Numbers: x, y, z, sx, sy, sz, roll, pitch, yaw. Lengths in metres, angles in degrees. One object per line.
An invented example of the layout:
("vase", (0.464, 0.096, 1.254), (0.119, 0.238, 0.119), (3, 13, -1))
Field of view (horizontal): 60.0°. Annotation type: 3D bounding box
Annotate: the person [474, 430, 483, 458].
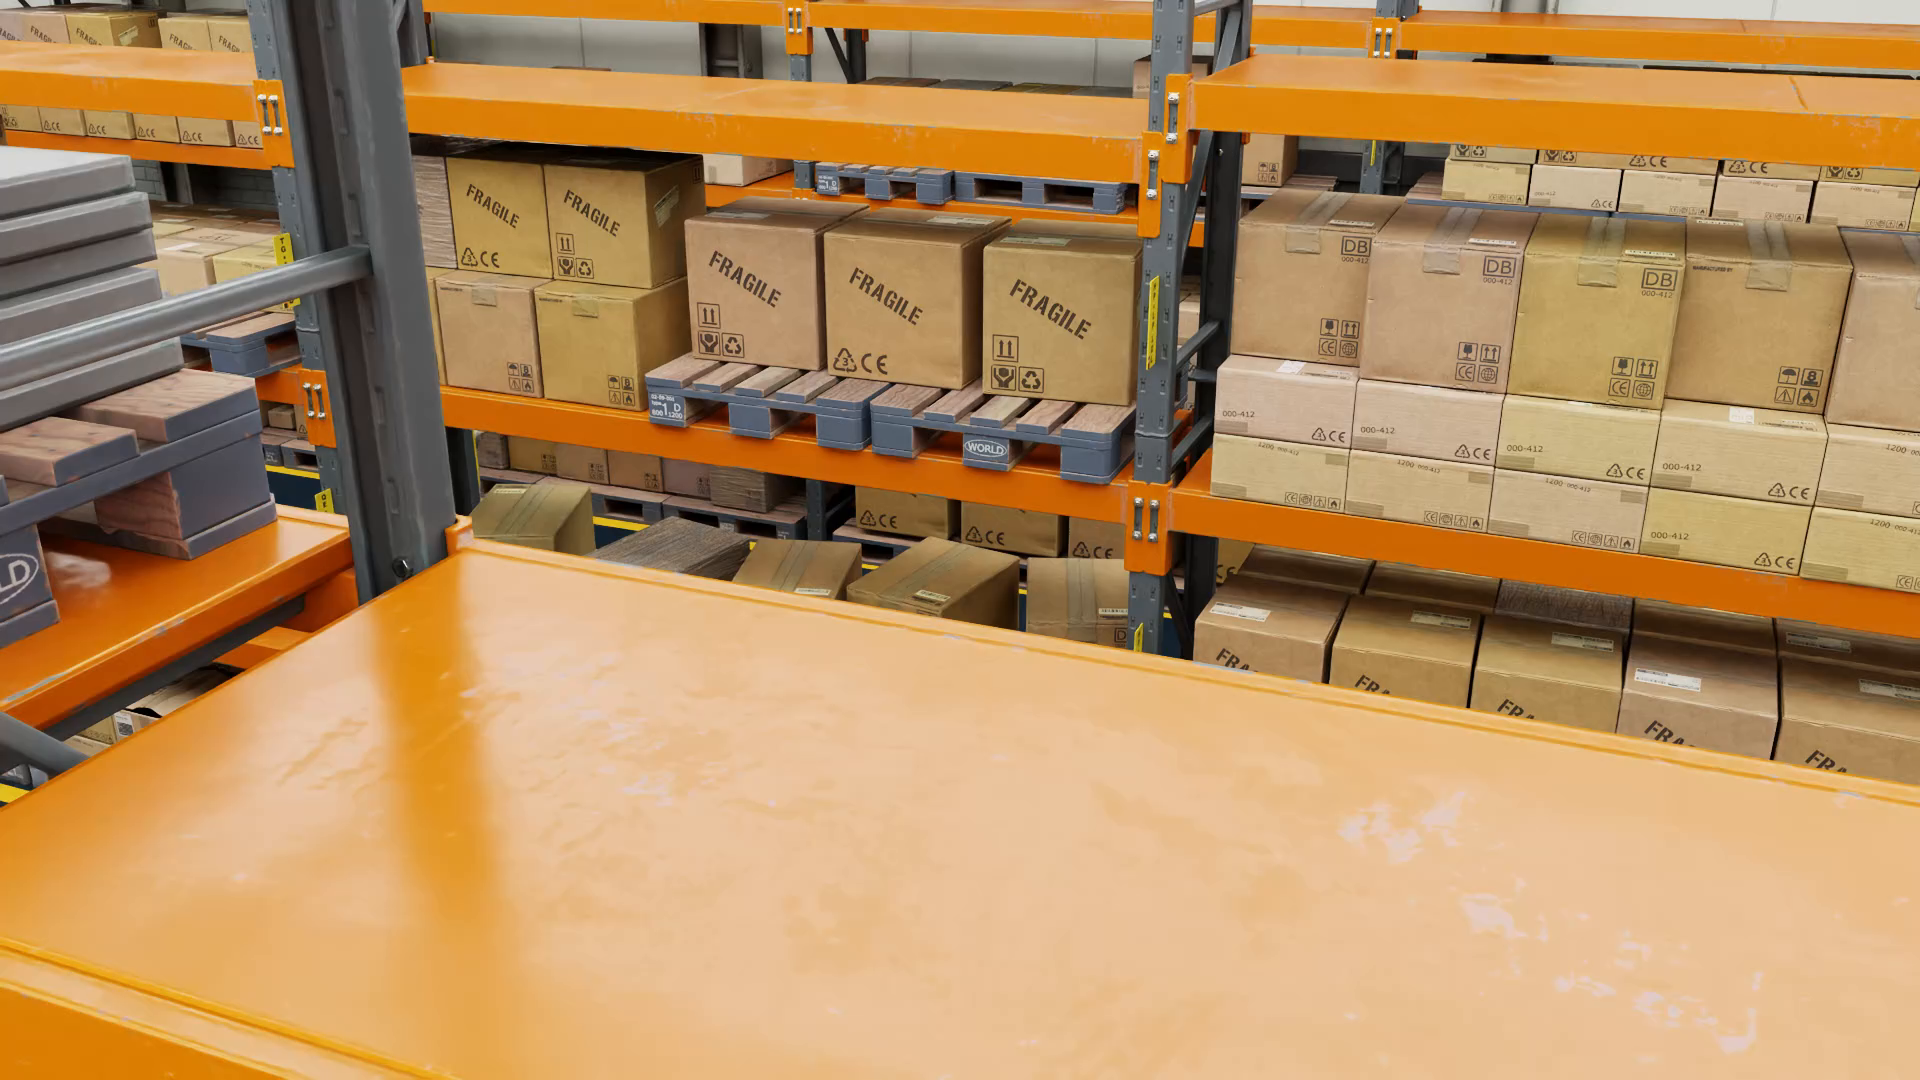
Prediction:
("person", (-3.900, -0.827, 12.860), (0.615, 1.762, 0.613), (9, 24, 21))
